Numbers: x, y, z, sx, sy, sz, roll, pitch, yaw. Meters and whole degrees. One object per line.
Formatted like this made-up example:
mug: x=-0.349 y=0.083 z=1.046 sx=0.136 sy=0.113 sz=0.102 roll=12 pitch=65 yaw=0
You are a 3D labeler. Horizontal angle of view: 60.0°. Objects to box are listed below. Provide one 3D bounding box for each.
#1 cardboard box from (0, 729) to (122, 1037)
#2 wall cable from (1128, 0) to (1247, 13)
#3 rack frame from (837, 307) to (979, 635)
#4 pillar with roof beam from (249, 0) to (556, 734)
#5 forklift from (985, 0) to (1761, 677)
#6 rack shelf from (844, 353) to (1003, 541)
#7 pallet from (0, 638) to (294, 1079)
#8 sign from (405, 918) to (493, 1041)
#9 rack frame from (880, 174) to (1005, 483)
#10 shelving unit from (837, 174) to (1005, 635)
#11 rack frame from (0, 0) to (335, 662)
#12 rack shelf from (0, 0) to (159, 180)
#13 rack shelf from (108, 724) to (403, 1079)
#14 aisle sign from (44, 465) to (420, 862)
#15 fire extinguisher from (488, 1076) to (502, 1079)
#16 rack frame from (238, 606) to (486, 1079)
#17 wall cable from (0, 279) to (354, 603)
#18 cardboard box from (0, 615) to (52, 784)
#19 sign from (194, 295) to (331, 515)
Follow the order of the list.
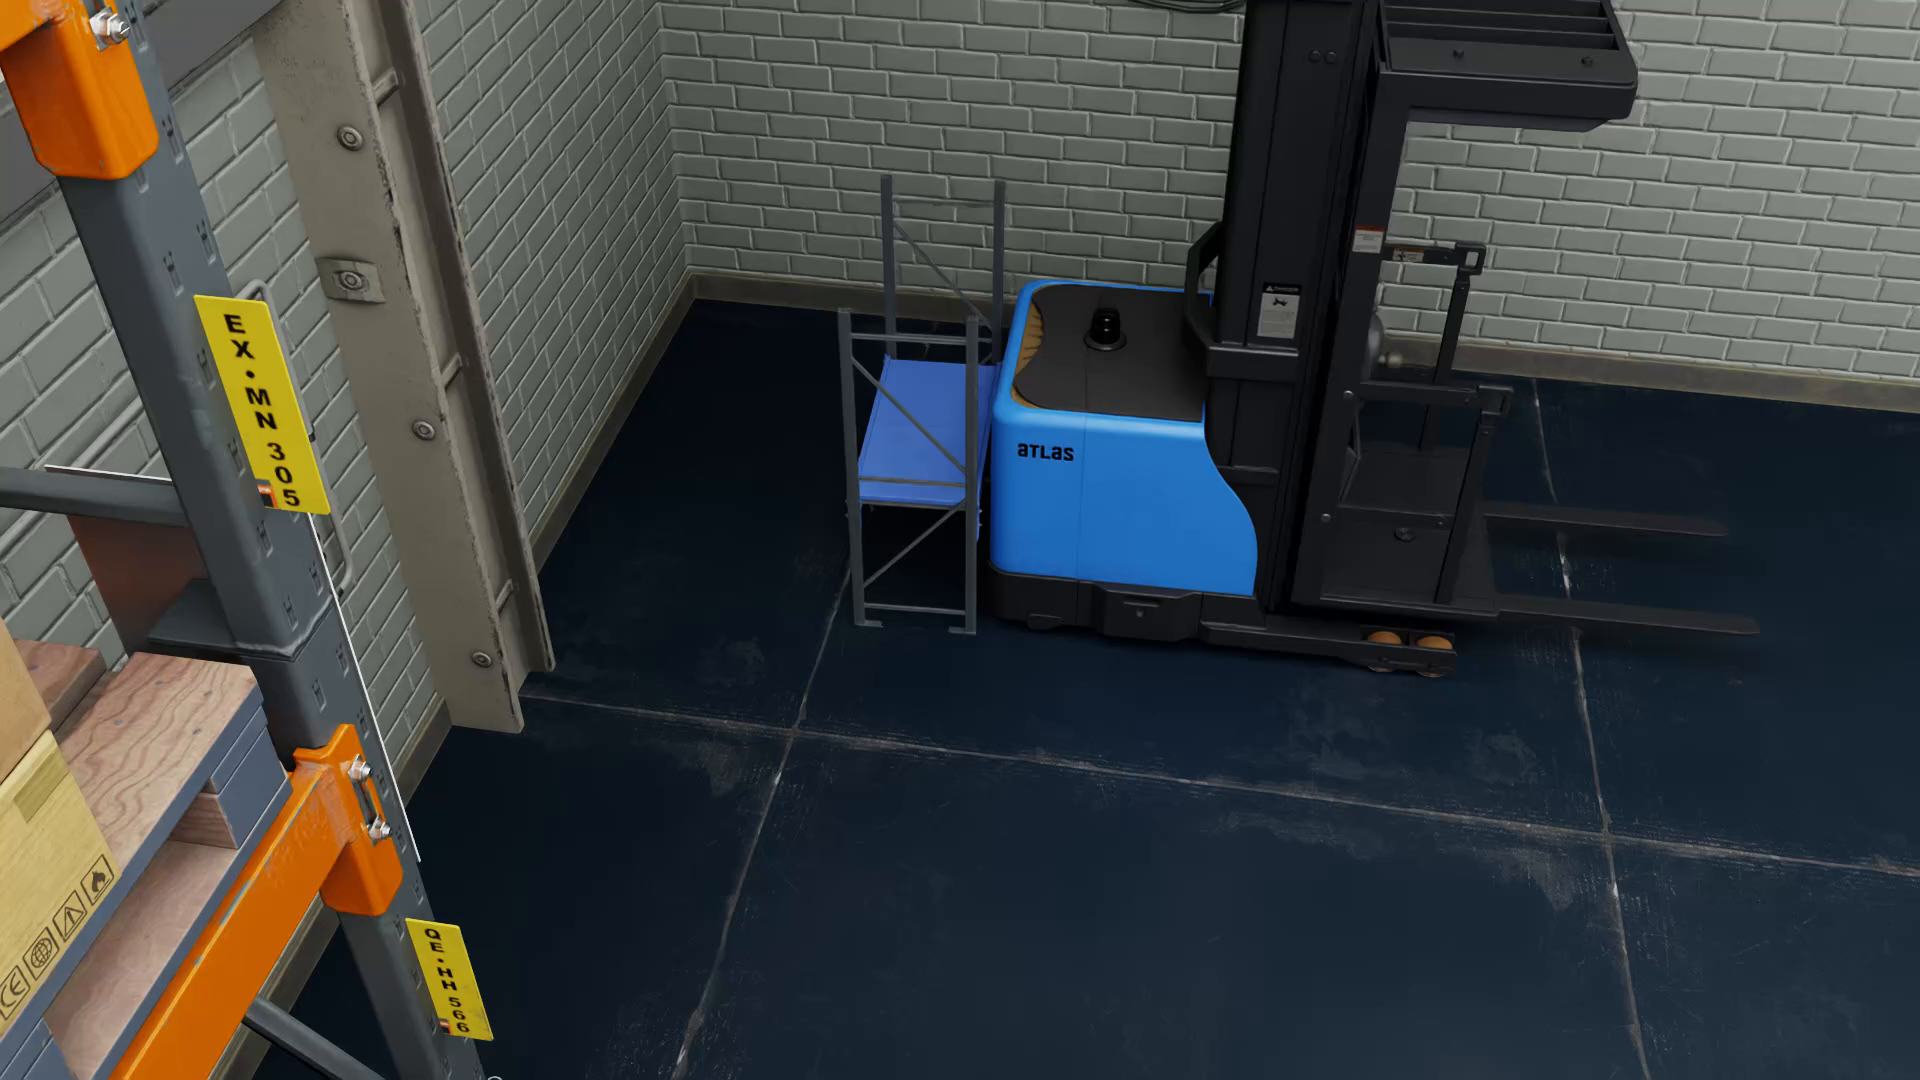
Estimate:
cardboard box: x=-1.281 y=0.423 z=1.740 sx=0.500 sy=0.250 sz=0.500 roll=8 pitch=40 yaw=9
wall cable: x=-0.085 y=-3.393 z=6.728 sx=3.097 sy=2.526 sz=0.112 roll=6 pitch=40 yaw=8
rack frame: x=-0.184 y=-0.219 z=6.337 sx=0.500 sy=1.500 sz=0.032 roll=4 pitch=40 yaw=5
pillar with roof beam: x=2.439 y=-2.394 z=3.084 sx=9.100 sy=9.000 sz=0.400 roll=6 pitch=40 yaw=8
forklift: x=1.666 y=-0.950 z=6.099 sx=3.031 sy=2.935 sz=1.130 roll=5 pitch=40 yaw=7
rack shelf: x=-0.126 y=-0.402 z=6.841 sx=0.538 sy=0.185 sz=1.000 roll=4 pitch=40 yaw=5
pallet: x=-1.534 y=0.578 z=1.913 sx=1.003 sy=0.211 sz=1.213 roll=6 pitch=40 yaw=8
sign: x=-0.884 y=0.764 z=2.877 sx=0.100 sy=0.325 sz=0.005 roll=6 pitch=40 yaw=8
rack frame: x=-0.069 y=-0.862 z=7.116 sx=0.500 sy=1.500 sz=0.032 roll=4 pitch=40 yaw=5
shelving unit: x=-0.126 y=-0.540 z=6.726 sx=0.538 sy=1.500 sz=1.048 roll=4 pitch=40 yaw=5
rack frame: x=-1.416 y=-1.079 z=1.493 sx=1.000 sy=3.000 sz=0.127 roll=6 pitch=40 yaw=8
rack shelf: x=-1.762 y=0.607 z=0.332 sx=1.077 sy=0.370 sz=4.000 roll=6 pitch=40 yaw=8
rack shelf: x=-1.762 y=1.609 z=1.160 sx=1.077 sy=0.370 sz=4.000 roll=6 pitch=40 yaw=8
aisle sign: x=-1.108 y=0.219 z=2.591 sx=0.394 sy=0.787 sz=0.004 roll=6 pitch=40 yaw=8
fire extinguisher: x=-0.936 y=1.363 z=3.601 sx=0.296 sy=0.674 sz=0.183 roll=6 pitch=40 yaw=8
rack frame: x=-1.416 y=1.233 z=3.405 sx=1.000 sy=3.000 sz=0.127 roll=6 pitch=40 yaw=8
wall cable: x=-2.126 y=-0.067 z=4.179 sx=0.084 sy=1.984 sz=1.851 roll=6 pitch=40 yaw=8
cardboard box: x=-1.274 y=0.135 z=1.500 sx=0.500 sy=0.500 sz=0.500 roll=6 pitch=40 yaw=8
sign: x=-0.884 y=-0.165 z=2.109 sx=0.100 sy=0.325 sz=0.005 roll=6 pitch=40 yaw=8
